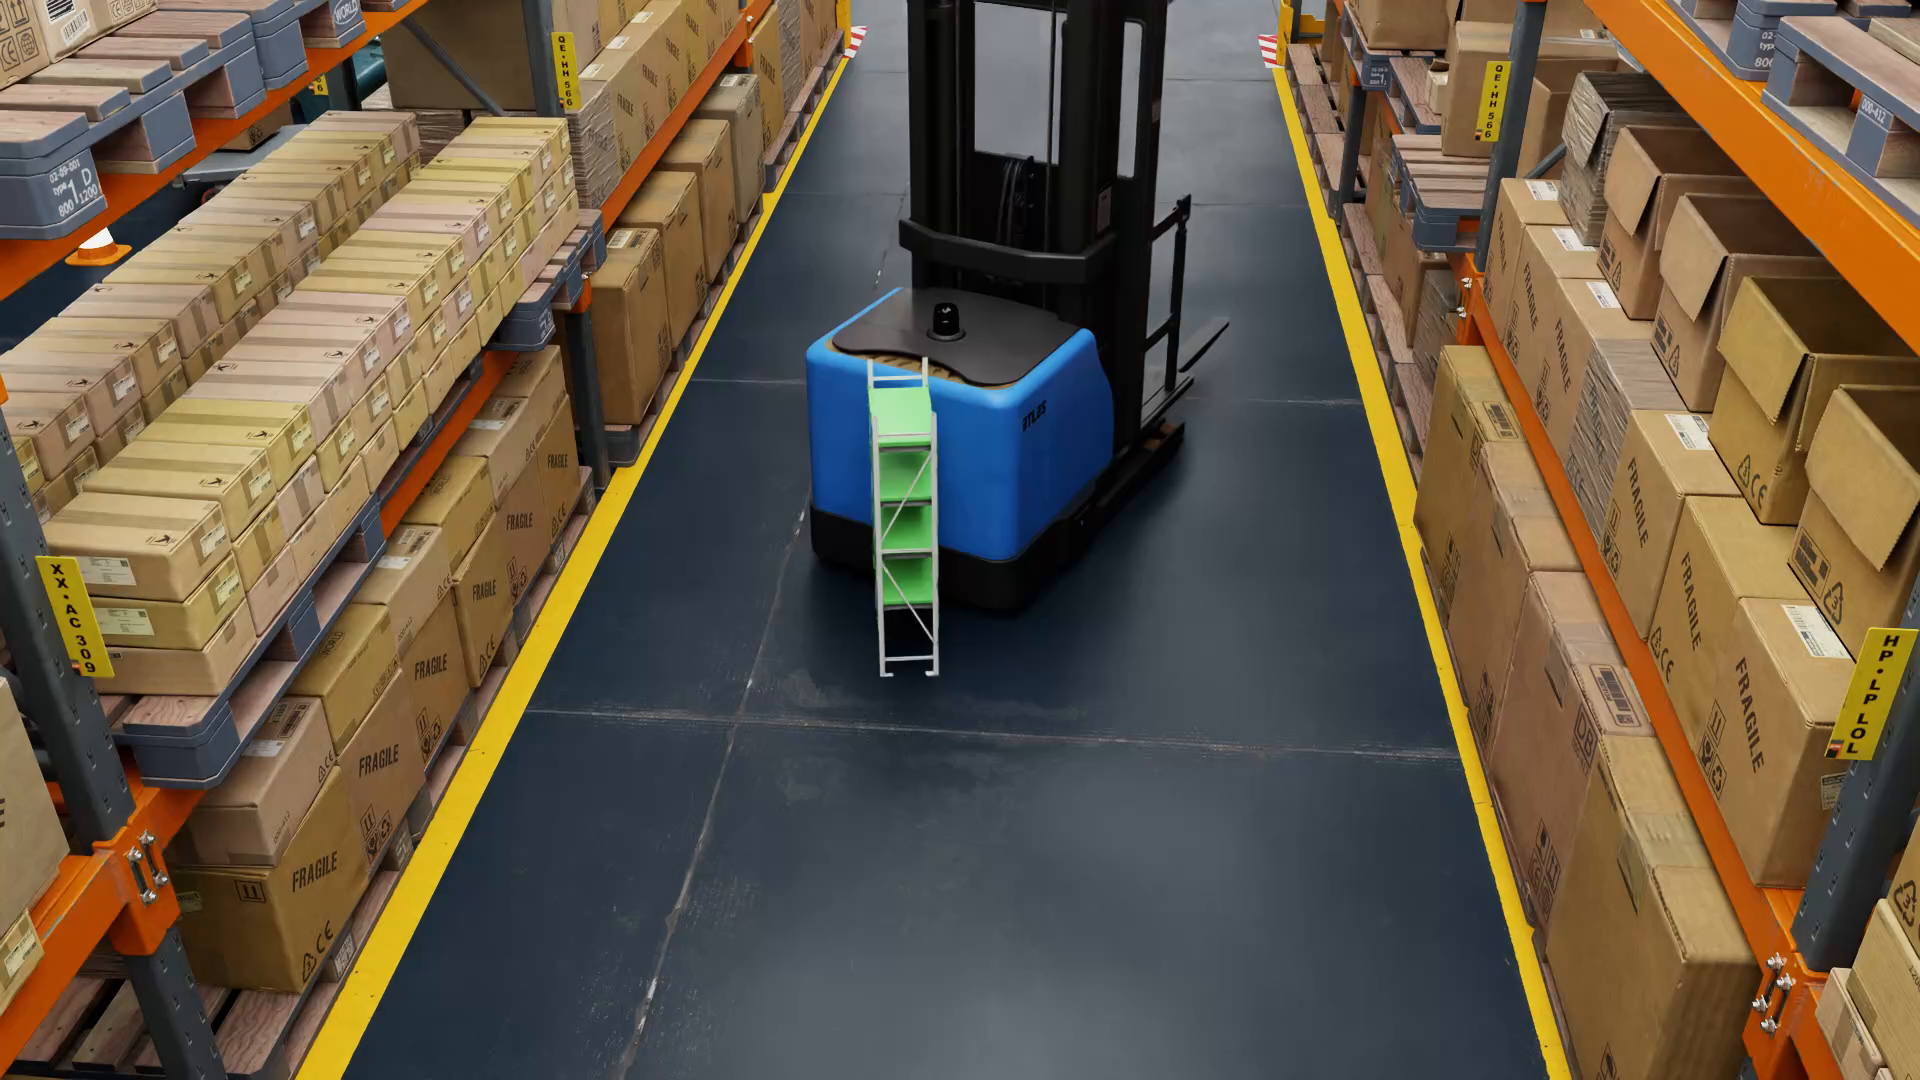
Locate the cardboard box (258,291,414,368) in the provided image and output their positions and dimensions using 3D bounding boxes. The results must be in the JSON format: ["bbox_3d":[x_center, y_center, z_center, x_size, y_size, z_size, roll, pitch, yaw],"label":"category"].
[{"bbox_3d":[-1.960,-0.661,5.236,0.380,0.149,0.250,4,32,6],"label":"cardboard box"}]

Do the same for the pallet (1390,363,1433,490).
[{"bbox_3d":[2.772,-0.522,8.396,1.003,0.211,1.213,2,32,4],"label":"pallet"}]

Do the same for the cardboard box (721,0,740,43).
[{"bbox_3d":[-1.679,-3.415,10.337,0.500,0.500,0.500,2,32,4],"label":"cardboard box"}]

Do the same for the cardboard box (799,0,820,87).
[{"bbox_3d":[-1.636,-4.205,13.339,0.875,0.875,0.875,2,32,3],"label":"cardboard box"}]

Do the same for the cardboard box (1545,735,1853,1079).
[{"bbox_3d":[2.413,1.181,4.599,1.225,0.875,0.875,3,32,4],"label":"cardboard box"}]

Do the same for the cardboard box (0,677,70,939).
[{"bbox_3d":[-2.312,0.622,3.503,0.500,0.500,0.500,3,32,4],"label":"cardboard box"}]

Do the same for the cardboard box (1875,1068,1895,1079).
[{"bbox_3d":[2.004,1.176,3.222,0.380,0.149,0.250,1,32,2],"label":"cardboard box"}]

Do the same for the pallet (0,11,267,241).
[{"bbox_3d":[-2.398,-0.989,3.816,1.213,0.211,1.003,2,32,4],"label":"pallet"}]

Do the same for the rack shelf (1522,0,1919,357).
[{"bbox_3d":[2.544,-1.225,4.706,1.077,0.370,4.000,2,32,4],"label":"rack shelf"}]

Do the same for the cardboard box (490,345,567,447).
[{"bbox_3d":[-2.023,-0.630,7.181,0.500,0.250,0.500,2,32,3],"label":"cardboard box"}]

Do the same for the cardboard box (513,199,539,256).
[{"bbox_3d":[-1.854,-1.209,6.408,0.380,0.149,0.250,3,32,5],"label":"cardboard box"}]

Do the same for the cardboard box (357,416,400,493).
[{"bbox_3d":[-1.981,-0.272,5.171,0.380,0.149,0.250,1,32,2],"label":"cardboard box"}]

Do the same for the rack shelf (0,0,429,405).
[{"bbox_3d":[-2.391,-1.490,5.136,1.077,0.370,4.000,2,32,4],"label":"rack shelf"}]

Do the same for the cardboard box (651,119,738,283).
[{"bbox_3d":[-1.946,-2.045,9.954,1.050,0.750,0.750,2,32,4],"label":"cardboard box"}]

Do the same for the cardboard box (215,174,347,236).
[{"bbox_3d":[-2.525,-1.250,6.191,0.380,0.149,0.250,1,32,2],"label":"cardboard box"}]

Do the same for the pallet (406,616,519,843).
[{"bbox_3d":[-2.396,0.667,6.467,1.003,0.211,1.213,2,32,4],"label":"pallet"}]

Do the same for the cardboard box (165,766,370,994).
[{"bbox_3d":[-2.230,1.037,5.191,0.500,0.500,0.500,4,32,6],"label":"cardboard box"}]

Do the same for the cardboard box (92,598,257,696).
[{"bbox_3d":[-2.064,0.268,4.295,0.380,0.149,0.250,1,32,2],"label":"cardboard box"}]

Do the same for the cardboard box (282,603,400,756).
[{"bbox_3d":[-2.190,0.439,5.446,0.500,0.250,0.500,3,32,5],"label":"cardboard box"}]

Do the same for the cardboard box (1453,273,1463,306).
[{"bbox_3d":[2.764,-1.372,8.366,0.500,0.250,0.500,6,32,10],"label":"cardboard box"}]

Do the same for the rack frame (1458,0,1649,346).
[{"bbox_3d":[2.707,-1.301,7.001,1.000,3.000,0.127,2,32,4],"label":"rack frame"}]

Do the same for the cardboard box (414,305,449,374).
[{"bbox_3d":[-1.939,-0.676,5.544,0.380,0.149,0.250,2,32,3],"label":"cardboard box"}]

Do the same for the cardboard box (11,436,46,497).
[{"bbox_3d":[-2.695,-0.158,4.419,0.380,0.149,0.250,2,32,3],"label":"cardboard box"}]

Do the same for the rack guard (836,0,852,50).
[{"bbox_3d":[-1.575,-4.697,14.895,1.175,0.500,0.348,2,32,4],"label":"rack guard"}]

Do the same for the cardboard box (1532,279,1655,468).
[{"bbox_3d":[2.318,-0.563,5.709,0.500,0.500,0.500,2,32,3],"label":"cardboard box"}]

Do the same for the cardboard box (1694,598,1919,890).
[{"bbox_3d":[2.147,0.492,3.997,0.500,0.500,0.500,3,32,4],"label":"cardboard box"}]

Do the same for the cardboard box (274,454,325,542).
[{"bbox_3d":[-2.024,-0.129,4.656,0.380,0.149,0.250,3,32,5],"label":"cardboard box"}]

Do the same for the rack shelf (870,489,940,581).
[{"bbox_3d":[-0.229,-0.029,6.775,0.258,0.148,0.480,-3,32,-4],"label":"rack shelf"}]

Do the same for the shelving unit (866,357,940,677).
[{"bbox_3d":[-0.229,-0.083,6.742,0.258,1.200,0.503,-3,32,-4],"label":"shelving unit"}]

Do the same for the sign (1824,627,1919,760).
[{"bbox_3d":[1.839,0.314,3.354,0.100,0.325,0.005,2,32,4],"label":"sign"}]

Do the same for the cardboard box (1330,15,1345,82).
[{"bbox_3d":[3.276,-3.959,13.297,0.500,0.500,0.500,11,33,17],"label":"cardboard box"}]

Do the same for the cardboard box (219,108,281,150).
[{"bbox_3d":[-5.068,-3.013,11.441,0.500,0.500,0.500,2,32,4],"label":"cardboard box"}]

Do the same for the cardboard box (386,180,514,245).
[{"bbox_3d":[-1.874,-1.207,6.121,0.380,0.149,0.250,3,32,5],"label":"cardboard box"}]

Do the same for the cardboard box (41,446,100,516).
[{"bbox_3d":[-2.675,-0.156,4.700,0.380,0.149,0.250,4,32,6],"label":"cardboard box"}]

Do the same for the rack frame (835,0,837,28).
[{"bbox_3d":[-1.577,-5.748,14.219,1.000,3.000,0.127,2,32,4],"label":"rack frame"}]

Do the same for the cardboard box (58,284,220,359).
[{"bbox_3d":[-2.609,-0.698,5.296,0.380,0.149,0.250,1,32,2],"label":"cardboard box"}]

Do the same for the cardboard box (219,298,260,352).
[{"bbox_3d":[-2.590,-0.705,5.590,0.380,0.149,0.250,4,32,6],"label":"cardboard box"}]

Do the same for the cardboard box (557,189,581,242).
[{"bbox_3d":[-1.811,-1.359,6.936,0.380,0.149,0.250,3,32,5],"label":"cardboard box"}]

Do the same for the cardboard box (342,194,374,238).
[{"bbox_3d":[-2.507,-1.238,6.455,0.380,0.149,0.250,2,32,2],"label":"cardboard box"}]

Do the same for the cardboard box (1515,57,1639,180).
[{"bbox_3d":[2.711,-1.806,7.326,0.500,0.500,0.500,-1,32,-2],"label":"cardboard box"}]

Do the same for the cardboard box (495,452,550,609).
[{"bbox_3d":[-2.068,-0.053,6.960,0.500,0.500,0.500,4,32,6],"label":"cardboard box"}]

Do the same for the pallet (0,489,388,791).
[{"bbox_3d":[-2.347,0.215,4.726,1.003,0.211,1.213,2,32,4],"label":"pallet"}]

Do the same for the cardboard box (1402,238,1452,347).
[{"bbox_3d":[2.813,-1.362,9.065,0.700,0.500,0.500,5,32,8],"label":"cardboard box"}]

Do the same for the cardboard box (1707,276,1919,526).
[{"bbox_3d":[2.492,-0.371,4.442,0.797,0.503,0.637,3,32,5],"label":"cardboard box"}]

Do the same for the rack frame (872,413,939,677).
[{"bbox_3d":[-0.209,0.044,6.535,0.240,1.200,0.015,-3,32,-4],"label":"rack frame"}]

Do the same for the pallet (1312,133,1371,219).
[{"bbox_3d":[3.052,-2.558,11.699,1.003,0.211,1.213,2,32,4],"label":"pallet"}]

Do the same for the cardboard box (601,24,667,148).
[{"bbox_3d":[-1.843,-2.361,8.626,0.500,0.500,0.500,2,32,4],"label":"cardboard box"}]

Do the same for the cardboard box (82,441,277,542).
[{"bbox_3d":[-2.047,-0.131,4.376,0.380,0.149,0.250,3,32,5],"label":"cardboard box"}]

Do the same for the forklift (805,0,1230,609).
[{"bbox_3d":[0.486,-1.696,7.708,1.130,2.935,3.031,16,35,25],"label":"forklift"}]

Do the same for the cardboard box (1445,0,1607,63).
[{"bbox_3d":[2.983,-2.704,8.781,0.797,0.503,0.637,6,32,9],"label":"cardboard box"}]

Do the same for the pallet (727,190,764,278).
[{"bbox_3d":[-1.891,-2.063,10.896,1.003,0.211,1.213,2,32,4],"label":"pallet"}]

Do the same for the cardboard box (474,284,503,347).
[{"bbox_3d":[-1.897,-0.824,6.068,0.380,0.149,0.250,1,32,2],"label":"cardboard box"}]

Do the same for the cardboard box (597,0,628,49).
[{"bbox_3d":[-2.103,-2.801,8.387,0.700,0.500,0.500,2,32,3],"label":"cardboard box"}]

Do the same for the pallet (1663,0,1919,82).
[{"bbox_3d":[2.619,-1.573,4.765,1.003,0.211,1.213,4,32,6],"label":"pallet"}]
